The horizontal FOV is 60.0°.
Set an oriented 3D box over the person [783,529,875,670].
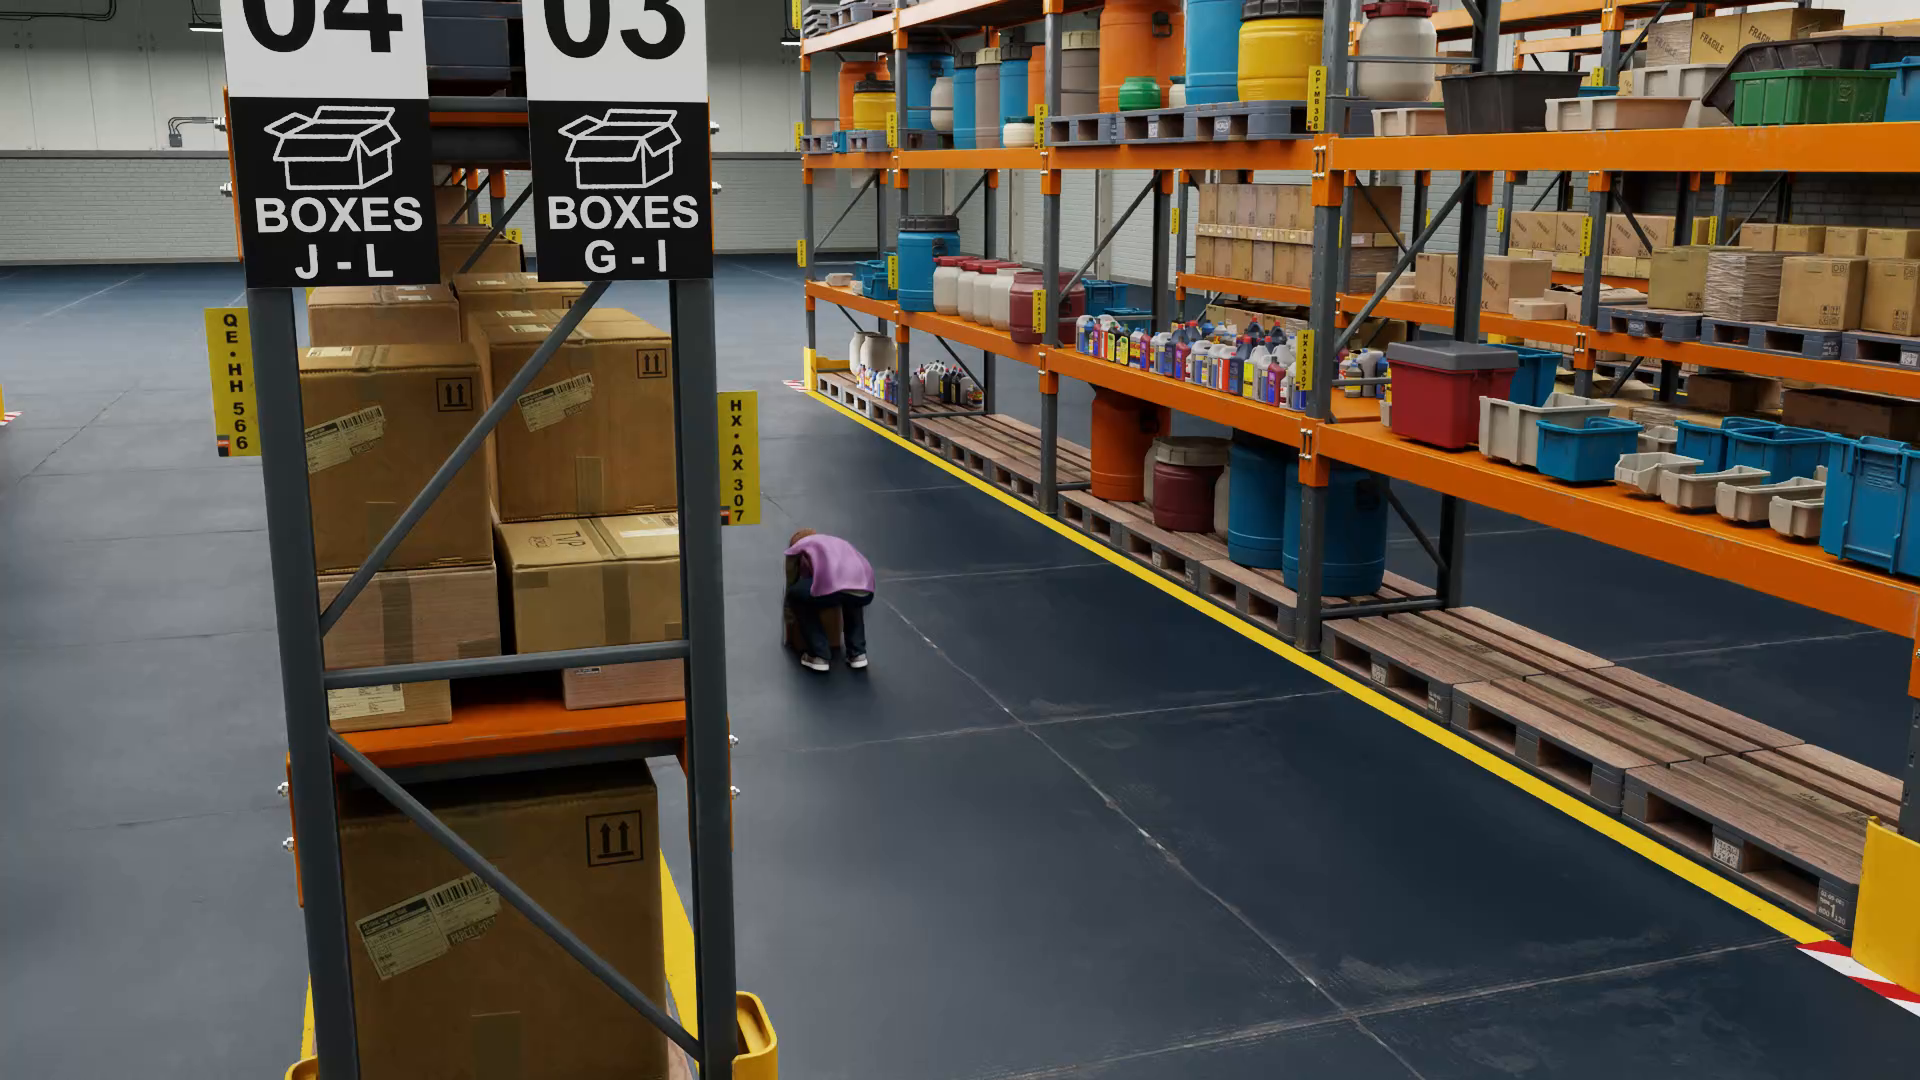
[{"bbox_3d":[-0.731,0.334,9.141,0.419,0.715,0.869,-5,13,-19],"label":"person"}]
